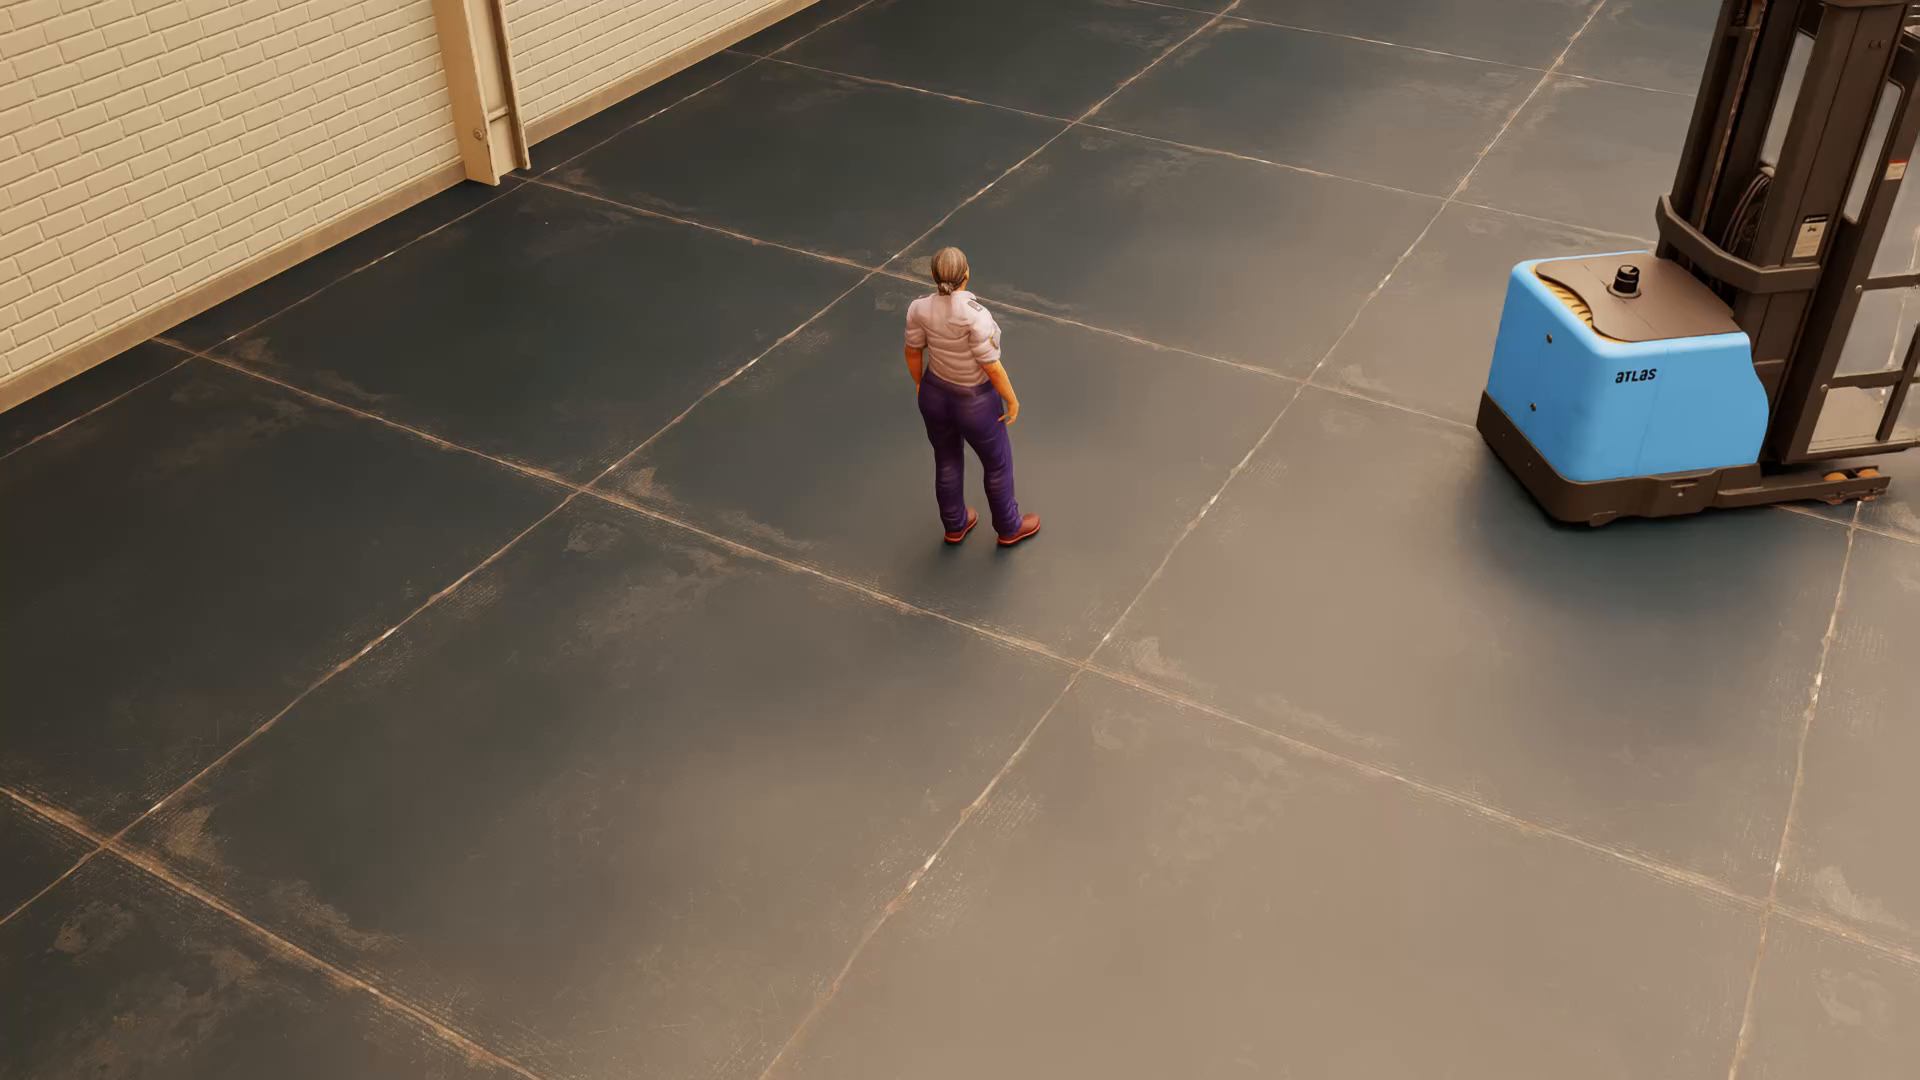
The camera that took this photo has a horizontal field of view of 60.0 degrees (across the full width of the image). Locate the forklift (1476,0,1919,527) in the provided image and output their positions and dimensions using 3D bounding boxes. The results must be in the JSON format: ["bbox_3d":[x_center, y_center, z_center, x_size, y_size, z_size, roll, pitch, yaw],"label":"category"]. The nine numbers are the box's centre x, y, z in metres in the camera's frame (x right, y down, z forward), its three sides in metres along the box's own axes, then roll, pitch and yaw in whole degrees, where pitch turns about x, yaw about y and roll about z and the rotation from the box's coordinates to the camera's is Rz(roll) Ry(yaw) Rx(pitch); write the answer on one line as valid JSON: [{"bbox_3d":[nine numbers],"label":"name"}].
[{"bbox_3d":[4.466,-1.679,8.402,3.031,2.935,1.130,-6,36,-9],"label":"forklift"}]

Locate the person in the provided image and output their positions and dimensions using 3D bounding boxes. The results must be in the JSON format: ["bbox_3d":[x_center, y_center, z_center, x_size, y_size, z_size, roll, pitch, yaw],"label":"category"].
[{"bbox_3d":[0.064,-0.715,8.145,0.598,1.651,0.503,18,39,24],"label":"person"}]
